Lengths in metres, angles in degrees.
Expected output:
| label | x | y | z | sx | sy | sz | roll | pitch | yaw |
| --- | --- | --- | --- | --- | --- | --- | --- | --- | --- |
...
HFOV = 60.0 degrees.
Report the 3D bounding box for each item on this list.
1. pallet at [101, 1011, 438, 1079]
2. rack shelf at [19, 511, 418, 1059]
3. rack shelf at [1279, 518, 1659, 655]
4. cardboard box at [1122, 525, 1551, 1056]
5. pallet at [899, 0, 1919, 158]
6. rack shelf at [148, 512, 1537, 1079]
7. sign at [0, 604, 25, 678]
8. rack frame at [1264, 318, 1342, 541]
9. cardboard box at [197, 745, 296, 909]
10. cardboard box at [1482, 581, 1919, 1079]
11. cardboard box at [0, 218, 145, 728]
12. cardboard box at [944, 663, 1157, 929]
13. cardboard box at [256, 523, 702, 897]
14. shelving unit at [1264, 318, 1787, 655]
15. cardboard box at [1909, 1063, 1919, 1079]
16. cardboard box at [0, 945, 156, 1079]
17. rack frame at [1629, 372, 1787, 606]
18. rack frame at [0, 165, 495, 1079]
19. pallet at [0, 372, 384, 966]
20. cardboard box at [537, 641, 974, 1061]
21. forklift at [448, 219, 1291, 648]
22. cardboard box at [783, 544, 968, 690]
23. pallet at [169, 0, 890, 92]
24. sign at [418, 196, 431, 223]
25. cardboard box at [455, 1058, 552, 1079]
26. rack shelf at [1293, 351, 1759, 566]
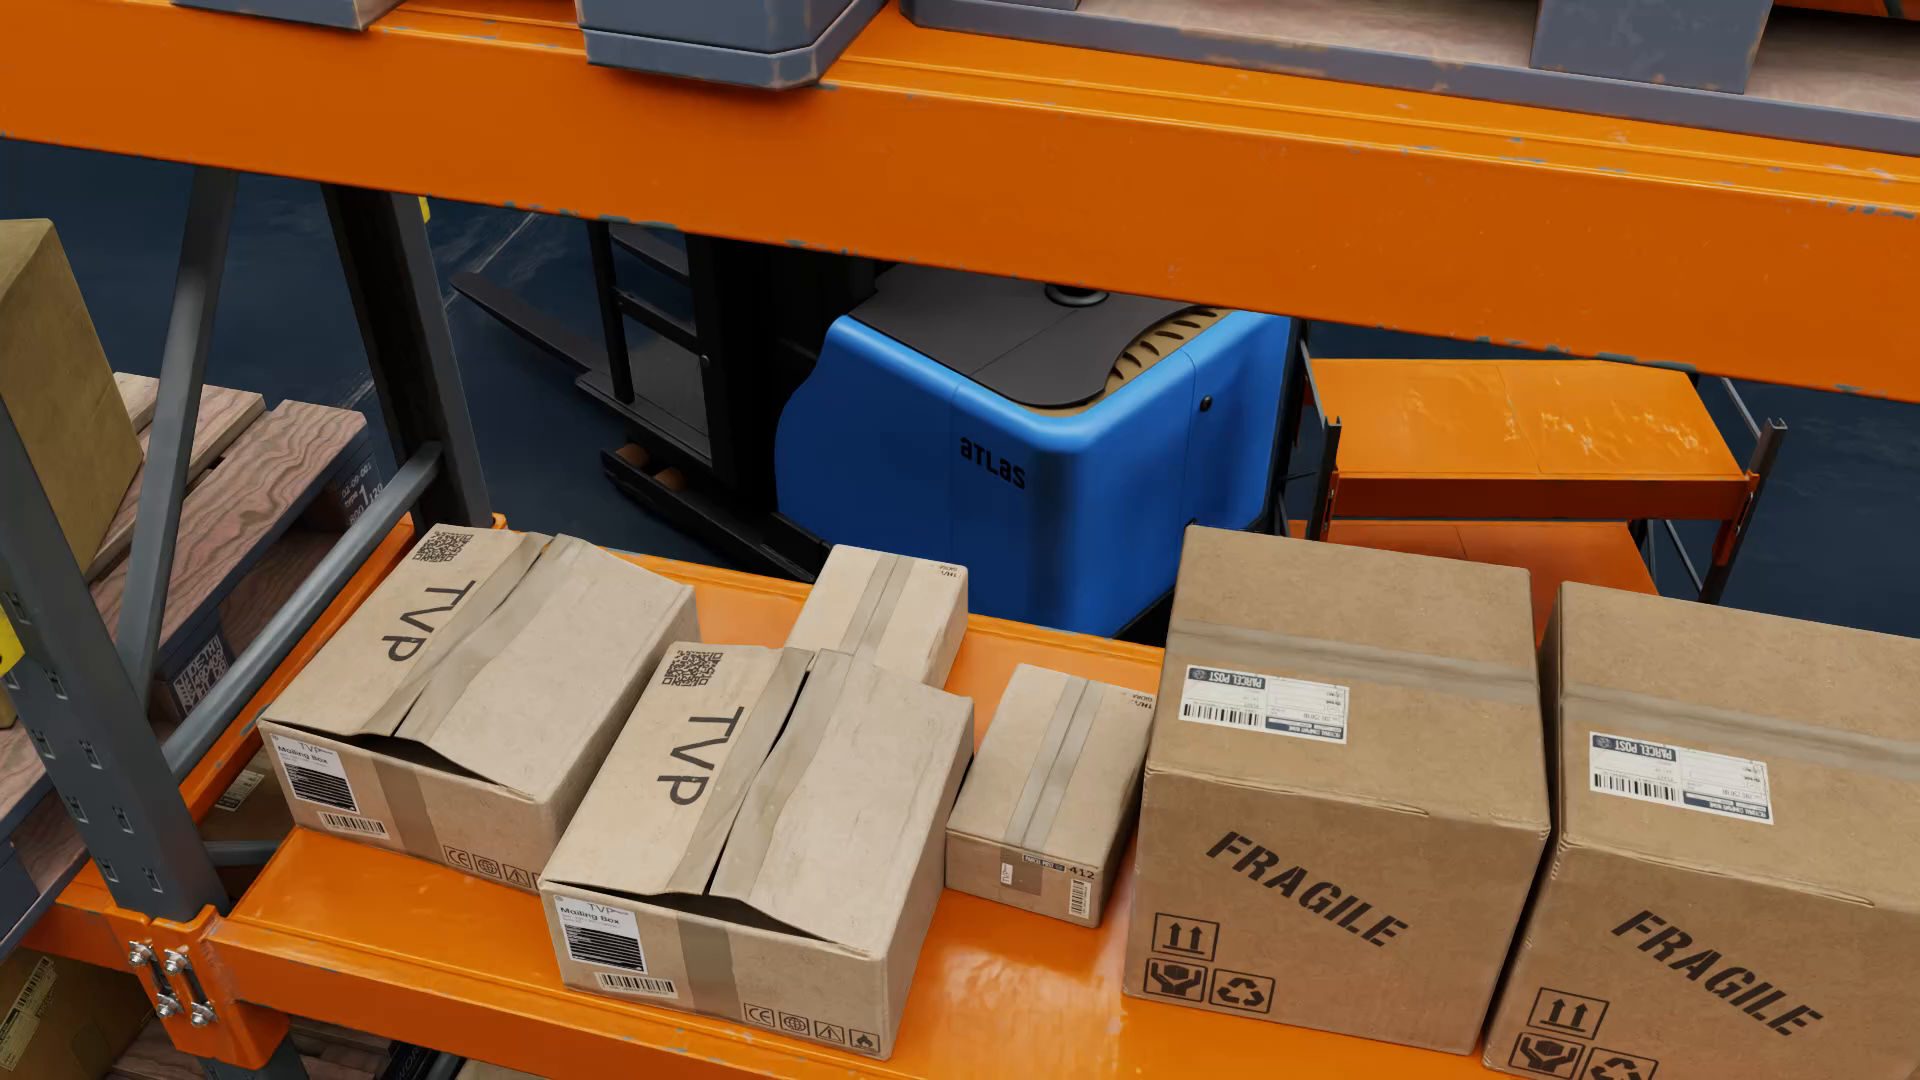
| label | x | y | z | sx | sy | sz | roll | pitch | yaw |
| --- | --- | --- | --- | --- | --- | --- | --- | --- | --- |
| pallet | -1.806 | 1.043 | 3.844 | 1.213 | 0.211 | 1.003 | 10 | 41 | 11 |
| rack shelf | -3.026 | 0.066 | 3.398 | 4.000 | 0.370 | 1.077 | 10 | 41 | 11 |
| rack shelf | 1.373 | 0.199 | 4.519 | 1.000 | 0.278 | 0.538 | 0 | 40 | 1 |
| cardboard box | 0.531 | 0.354 | 2.419 | 0.500 | 0.500 | 0.500 | 8 | 41 | 9 |
| pallet | 0.666 | -0.712 | 1.580 | 1.213 | 0.211 | 1.003 | 12 | 41 | 13 |
| rack shelf | 0.838 | 0.731 | 2.607 | 4.000 | 0.370 | 1.077 | 10 | 41 | 11 |
| sign | -1.225 | 0.049 | 2.021 | 0.005 | 0.325 | 0.100 | 10 | 41 | 11 |
| rack frame | 0.864 | 0.008 | 4.366 | 0.032 | 1.125 | 0.500 | 0 | 40 | 1 |
| cardboard box | -1.460 | 0.659 | 3.735 | 0.500 | 0.500 | 0.500 | 11 | 41 | 13 |
| cardboard box | 1.039 | 0.441 | 2.315 | 0.500 | 0.500 | 0.500 | 10 | 41 | 11 |
| cardboard box | -1.732 | -0.111 | 2.645 | 0.500 | 0.500 | 0.700 | -3 | 40 | -3 |
| cardboard box | 0.152 | 0.396 | 2.641 | 0.250 | 0.149 | 0.380 | 13 | 42 | 15 |
| cardboard box | -0.754 | 0.245 | 2.695 | 0.500 | 0.311 | 0.500 | 12 | 42 | 14 |
| shelving unit | 1.373 | 0.012 | 4.361 | 1.048 | 1.125 | 0.538 | 0 | 40 | 1 |
| cardboard box | 1.523 | 0.524 | 2.216 | 0.500 | 0.500 | 0.500 | 13 | 42 | 15 |
| cardboard box | -2.058 | 0.902 | 3.445 | 0.500 | 0.500 | 0.500 | 11 | 41 | 13 |
| rack frame | 1.881 | 0.016 | 4.357 | 0.032 | 1.125 | 0.500 | 0 | 40 | 1 |
| rack frame | -1.094 | 0.123 | 2.771 | 0.127 | 3.000 | 1.000 | 10 | 41 | 11 |
| pallet | -1.767 | 0.127 | 2.915 | 1.003 | 0.211 | 1.213 | 10 | 41 | 11 |
| cardboard box | -0.280 | 0.426 | 2.479 | 0.500 | 0.311 | 0.500 | 9 | 41 | 11 |
| forklift | -0.521 | -1.406 | 4.645 | 3.031 | 2.935 | 1.130 | 31 | 49 | 31 |
| cardboard box | -0.154 | 0.197 | 2.878 | 0.250 | 0.149 | 0.380 | 10 | 41 | 11 |
| pallet | -0.416 | -0.896 | 1.799 | 1.003 | 0.211 | 1.213 | 12 | 41 | 13 |
| sign | -0.954 | -0.666 | 2.810 | 0.005 | 0.325 | 0.100 | 10 | 41 | 11 |
| cardboard box | -0.664 | 1.070 | 3.019 | 0.500 | 0.311 | 0.500 | 11 | 41 | 13 |
| rack shelf | 1.373 | -0.212 | 4.173 | 1.000 | 0.278 | 0.538 | 0 | 40 | 1 |
